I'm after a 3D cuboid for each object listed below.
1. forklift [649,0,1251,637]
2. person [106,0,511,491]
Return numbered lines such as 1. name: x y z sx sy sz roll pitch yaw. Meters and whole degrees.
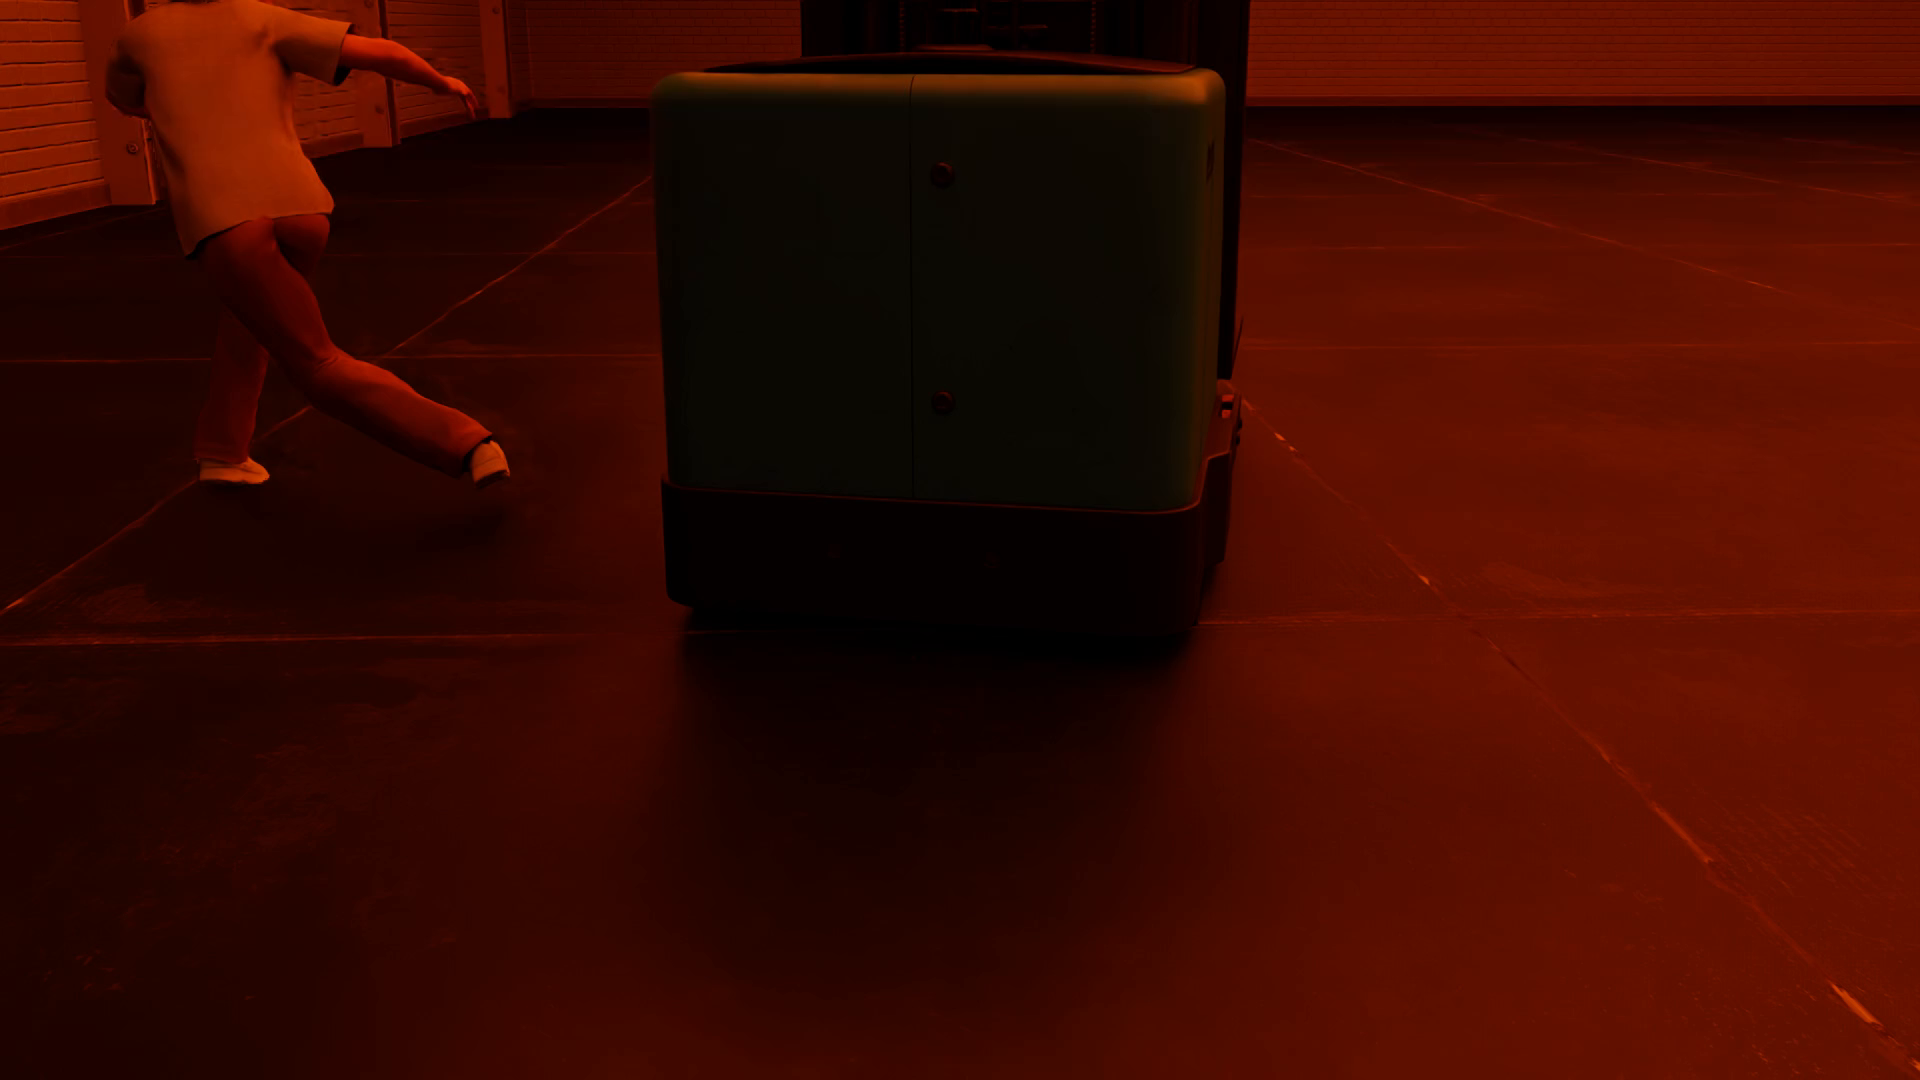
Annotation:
1. forklift: 0.200 -1.611 4.173 1.130 2.935 3.031 3 17 10
2. person: -1.613 -0.808 4.156 0.829 1.463 1.035 -10 19 -28
